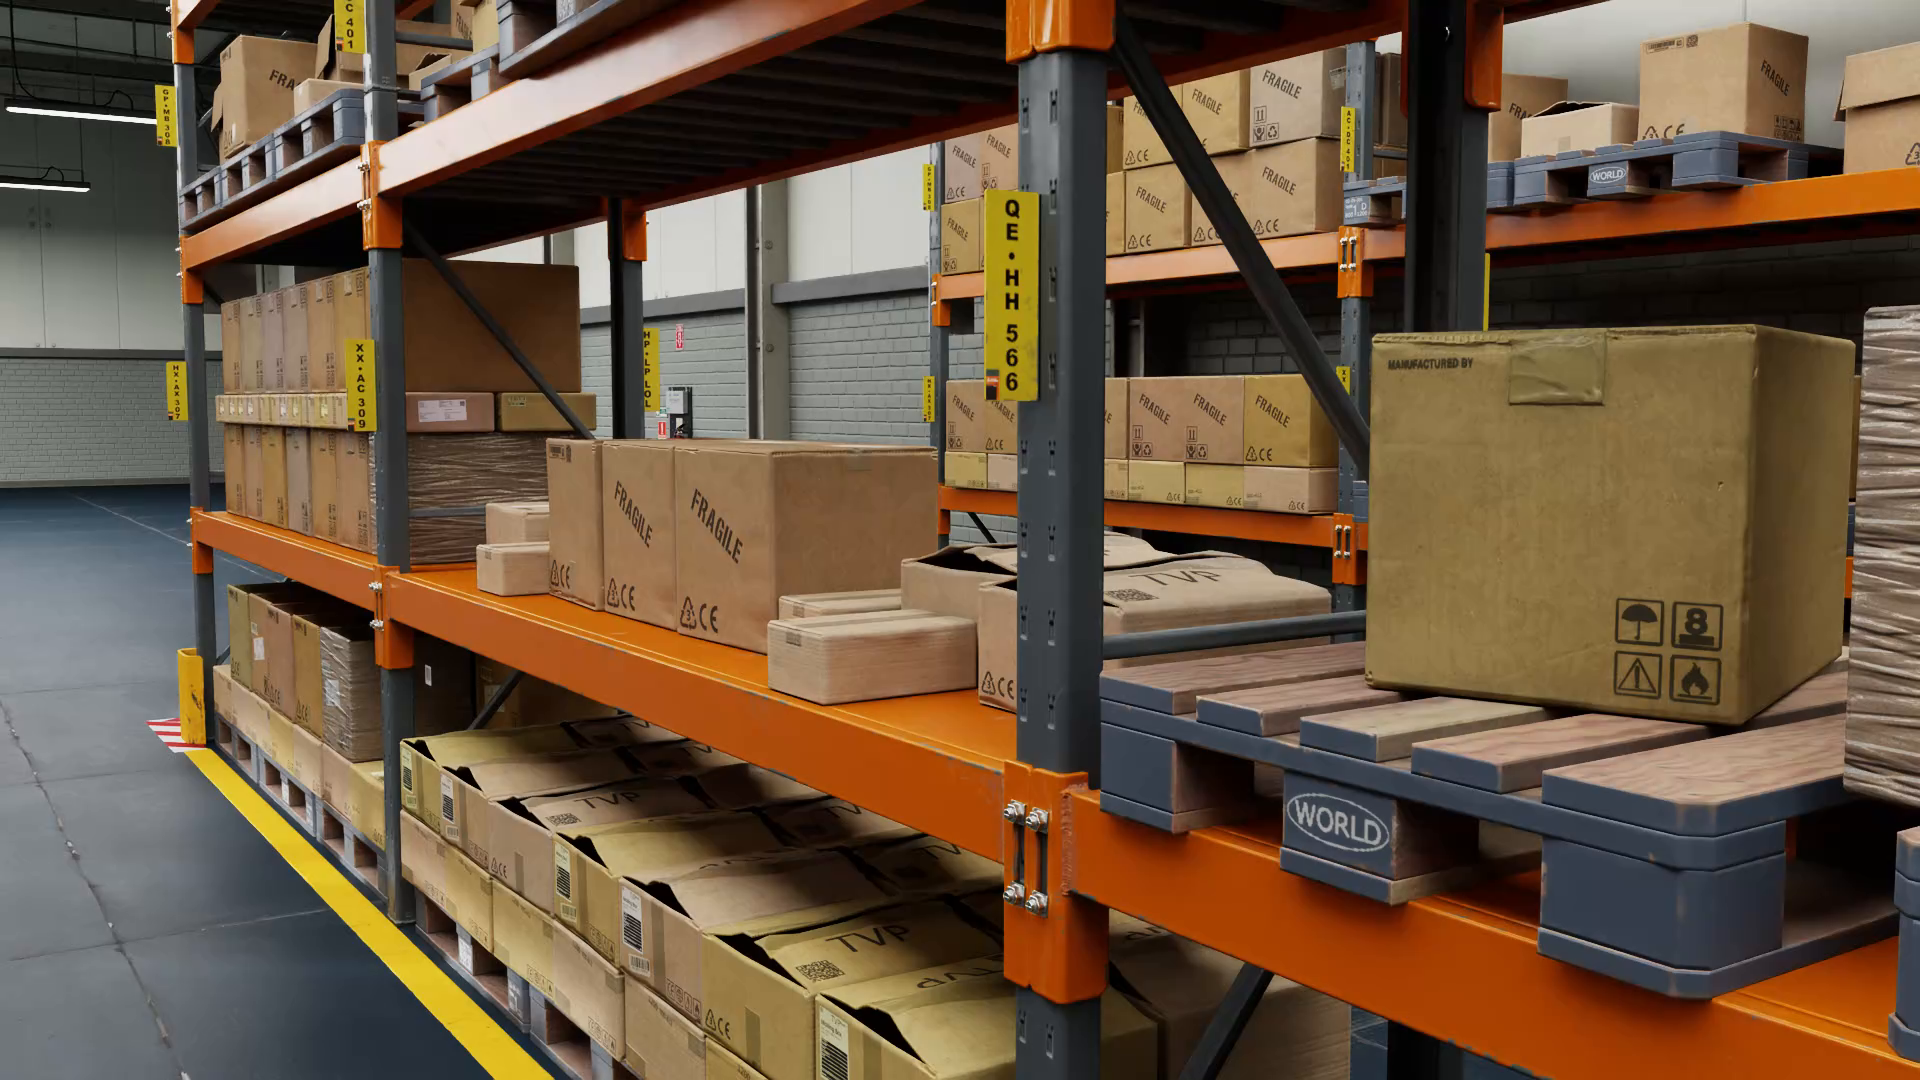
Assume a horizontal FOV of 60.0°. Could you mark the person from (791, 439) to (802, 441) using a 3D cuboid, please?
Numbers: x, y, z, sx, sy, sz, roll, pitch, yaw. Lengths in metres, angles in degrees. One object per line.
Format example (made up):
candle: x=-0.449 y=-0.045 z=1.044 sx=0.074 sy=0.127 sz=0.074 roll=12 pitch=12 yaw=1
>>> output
person: x=-1.286 y=0.096 z=11.972 sx=0.548 sy=1.626 sz=0.438 roll=0 pitch=5 yaw=2
